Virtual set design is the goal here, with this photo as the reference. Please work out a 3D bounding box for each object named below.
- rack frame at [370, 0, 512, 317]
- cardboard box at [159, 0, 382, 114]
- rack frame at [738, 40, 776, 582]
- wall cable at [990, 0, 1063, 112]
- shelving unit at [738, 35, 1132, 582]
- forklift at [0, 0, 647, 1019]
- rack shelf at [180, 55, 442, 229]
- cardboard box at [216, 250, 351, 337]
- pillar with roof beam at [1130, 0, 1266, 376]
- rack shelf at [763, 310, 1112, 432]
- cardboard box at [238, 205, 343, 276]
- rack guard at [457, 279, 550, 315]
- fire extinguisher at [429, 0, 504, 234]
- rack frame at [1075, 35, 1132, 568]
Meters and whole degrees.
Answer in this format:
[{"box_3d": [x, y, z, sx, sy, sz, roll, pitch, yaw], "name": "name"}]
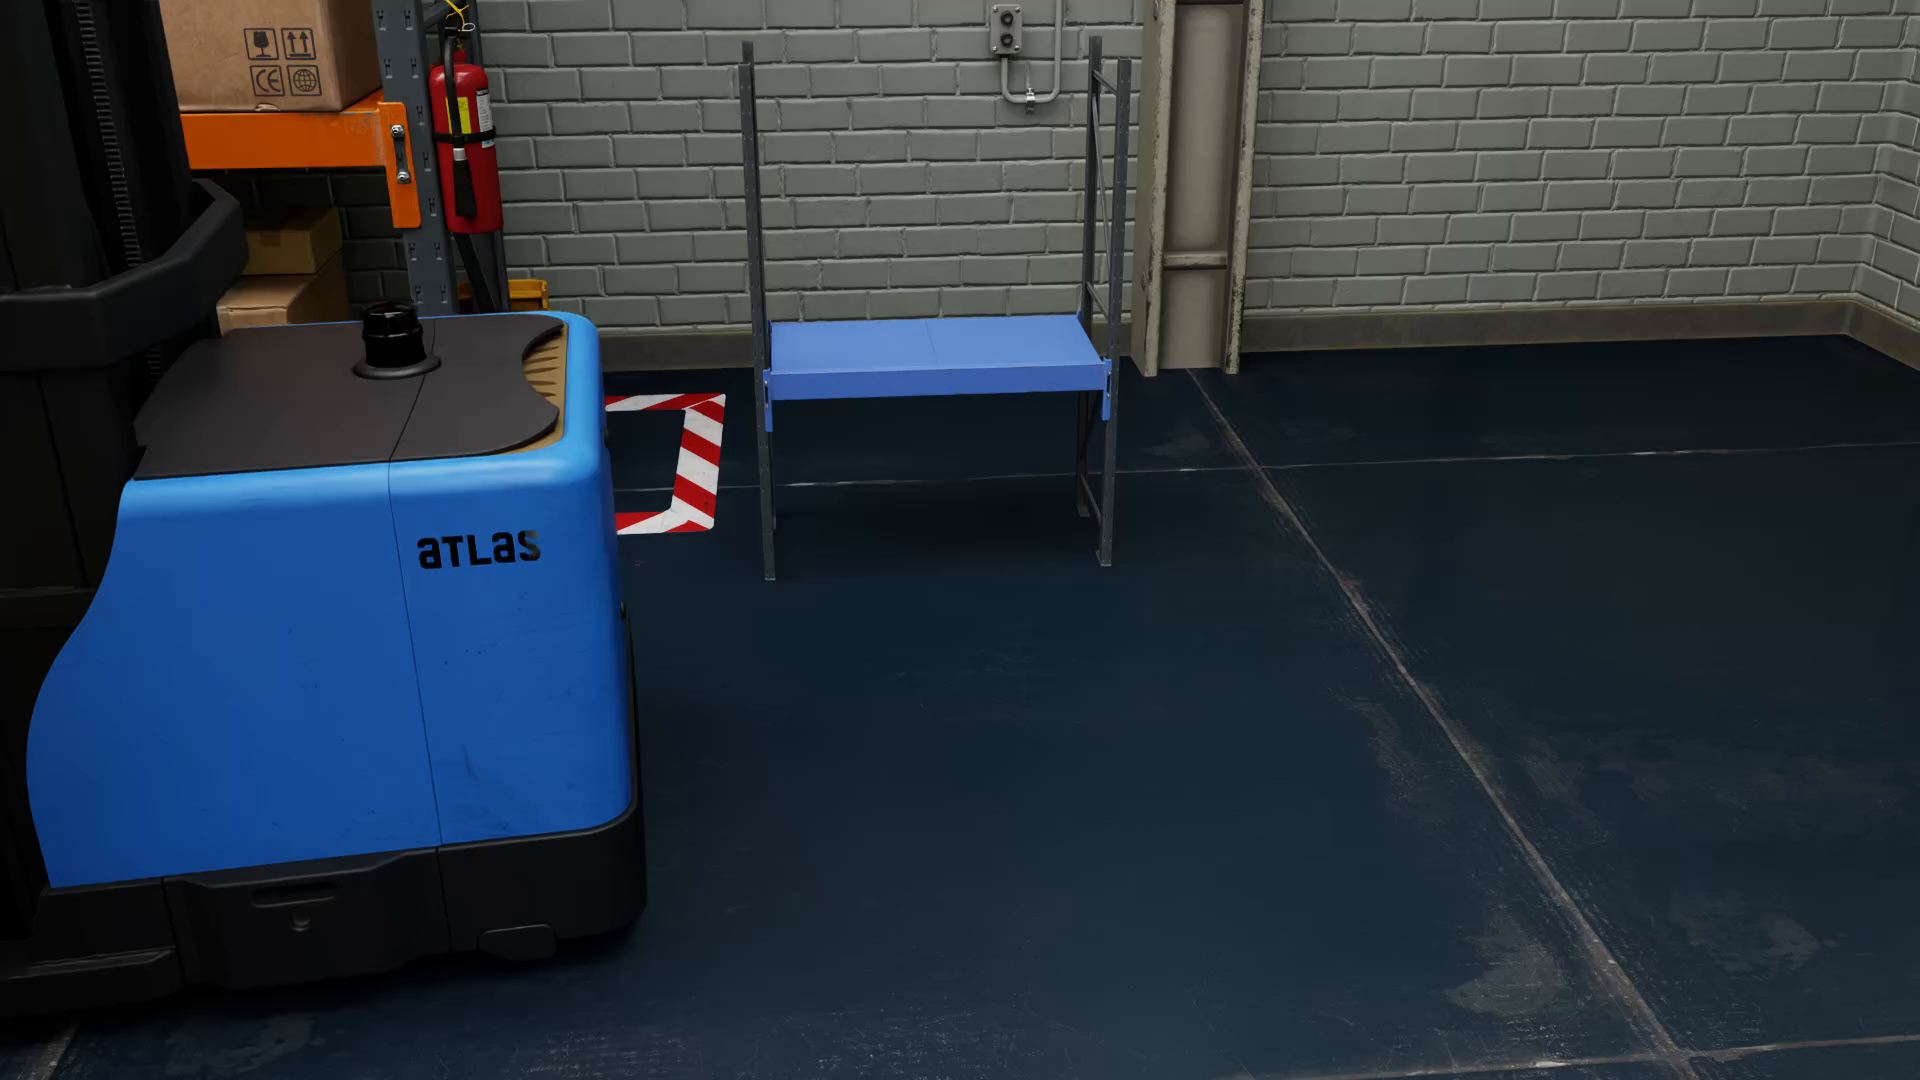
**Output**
[{"box_3d": [-1.675, -1.647, 5.262, 0.127, 3.000, 1.000, -2, 24, -5], "name": "rack frame"}, {"box_3d": [-2.182, -1.759, 5.146, 0.700, 0.700, 0.980, -1, 24, -3], "name": "cardboard box"}, {"box_3d": [-0.591, -0.662, 4.892, 0.032, 1.500, 0.500, -2, 24, -5], "name": "rack frame"}, {"box_3d": [-0.494, -2.544, 6.031, 1.851, 1.984, 0.084, -2, 24, -5], "name": "wall cable"}, {"box_3d": [-0.085, -0.682, 4.938, 1.048, 1.500, 0.538, -2, 24, -5], "name": "shelving unit"}, {"box_3d": [-2.211, -0.583, 2.952, 3.031, 2.935, 1.130, -5, 24, -11], "name": "forklift"}, {"box_3d": [-3.666, -1.238, 5.228, 4.000, 0.370, 1.077, -2, 24, -5], "name": "rack shelf"}, {"box_3d": [-2.362, -0.628, 5.530, 0.500, 0.500, 0.700, -2, 24, -5], "name": "cardboard box"}, {"box_3d": [1.350, -3.105, 1.158, 0.400, 9.000, 9.100, -2, 24, -5], "name": "pillar with roof beam"}, {"box_3d": [-0.085, -0.518, 5.011, 1.000, 0.185, 0.538, -2, 24, -5], "name": "rack shelf"}, {"box_3d": [-2.257, -1.010, 5.592, 0.250, 0.149, 0.380, -2, 24, -5], "name": "cardboard box"}, {"box_3d": [-1.652, -0.505, 5.772, 0.348, 0.500, 1.175, -2, 24, -5], "name": "rack guard"}, {"box_3d": [-1.480, -1.260, 4.947, 0.183, 0.674, 0.296, -2, 24, -5], "name": "fire extinguisher"}, {"box_3d": [0.421, -0.702, 4.983, 0.032, 1.500, 0.500, -2, 24, -5], "name": "rack frame"}]
